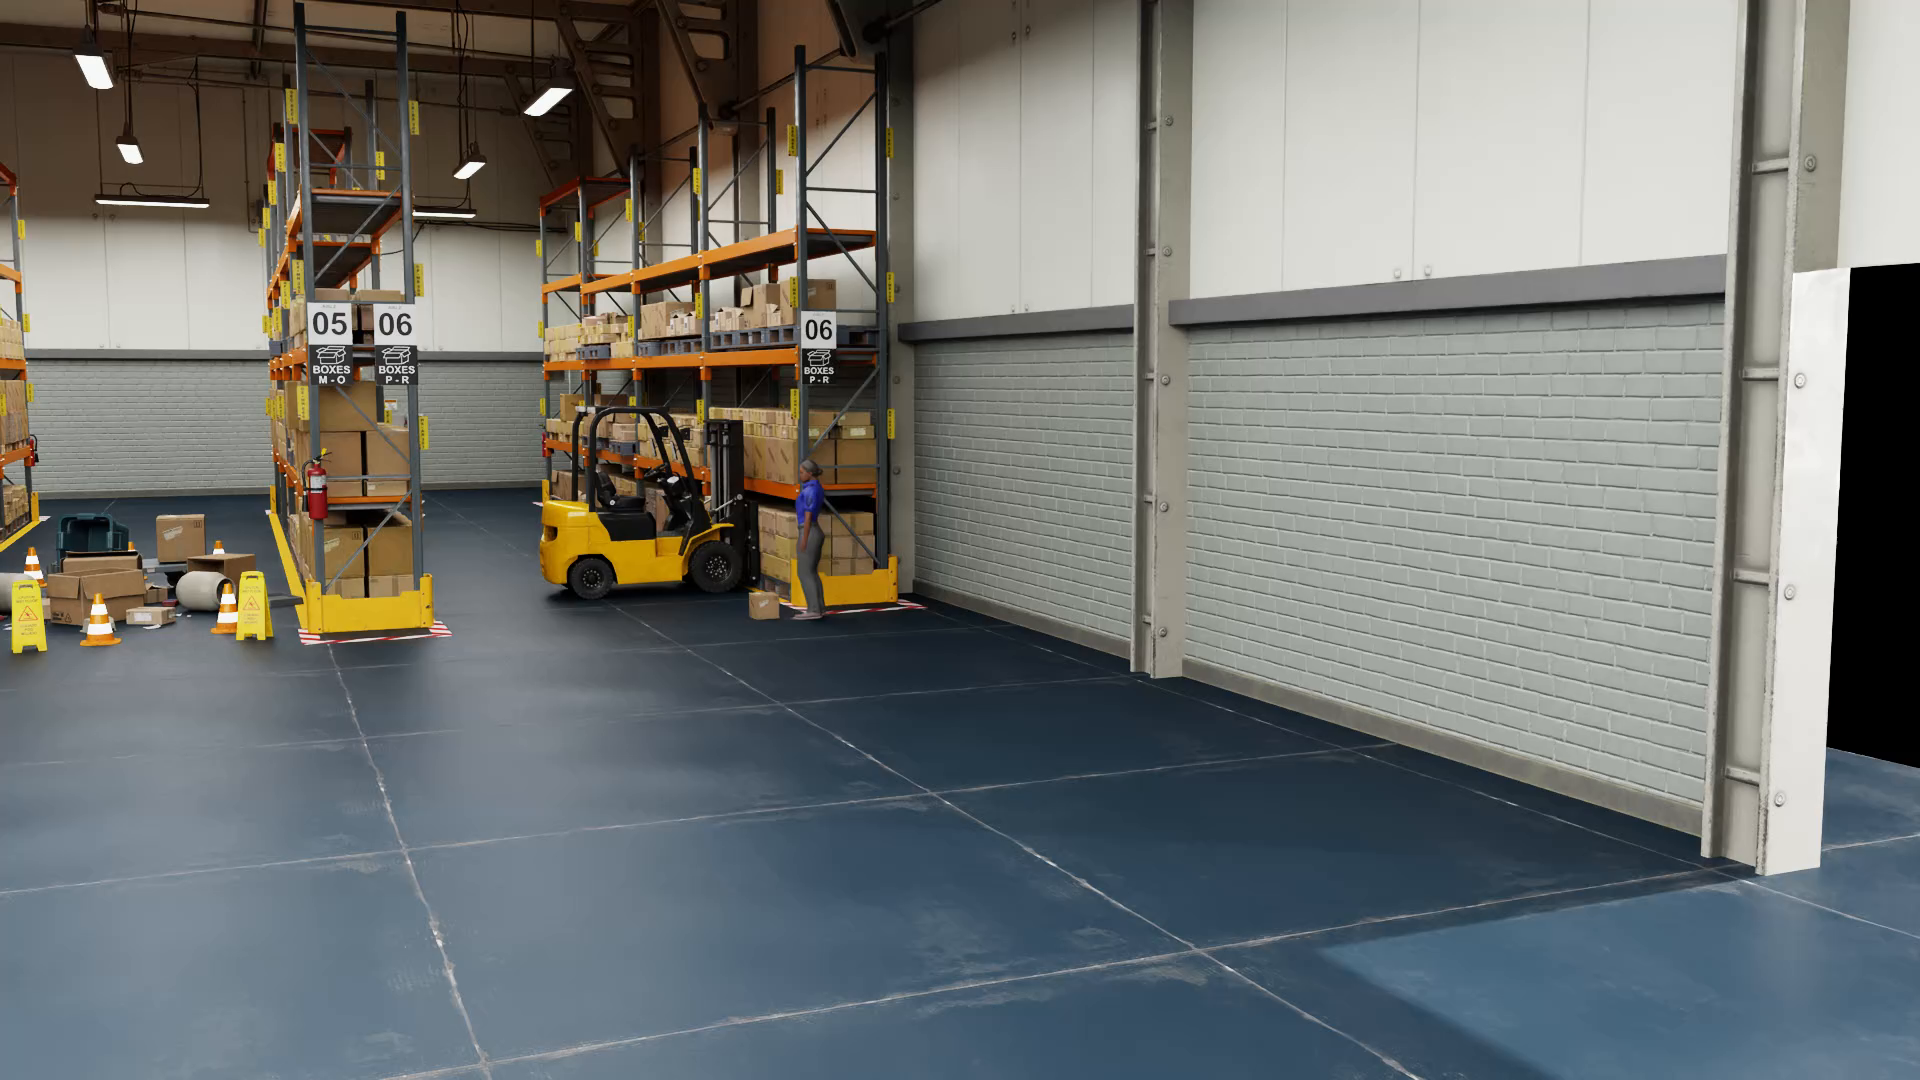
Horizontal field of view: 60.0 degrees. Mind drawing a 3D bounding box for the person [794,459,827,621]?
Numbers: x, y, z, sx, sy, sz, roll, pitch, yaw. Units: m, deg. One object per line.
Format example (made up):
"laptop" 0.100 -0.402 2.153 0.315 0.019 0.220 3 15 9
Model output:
"person" -1.553 -0.002 17.144 0.301 1.664 0.438 0 6 5
